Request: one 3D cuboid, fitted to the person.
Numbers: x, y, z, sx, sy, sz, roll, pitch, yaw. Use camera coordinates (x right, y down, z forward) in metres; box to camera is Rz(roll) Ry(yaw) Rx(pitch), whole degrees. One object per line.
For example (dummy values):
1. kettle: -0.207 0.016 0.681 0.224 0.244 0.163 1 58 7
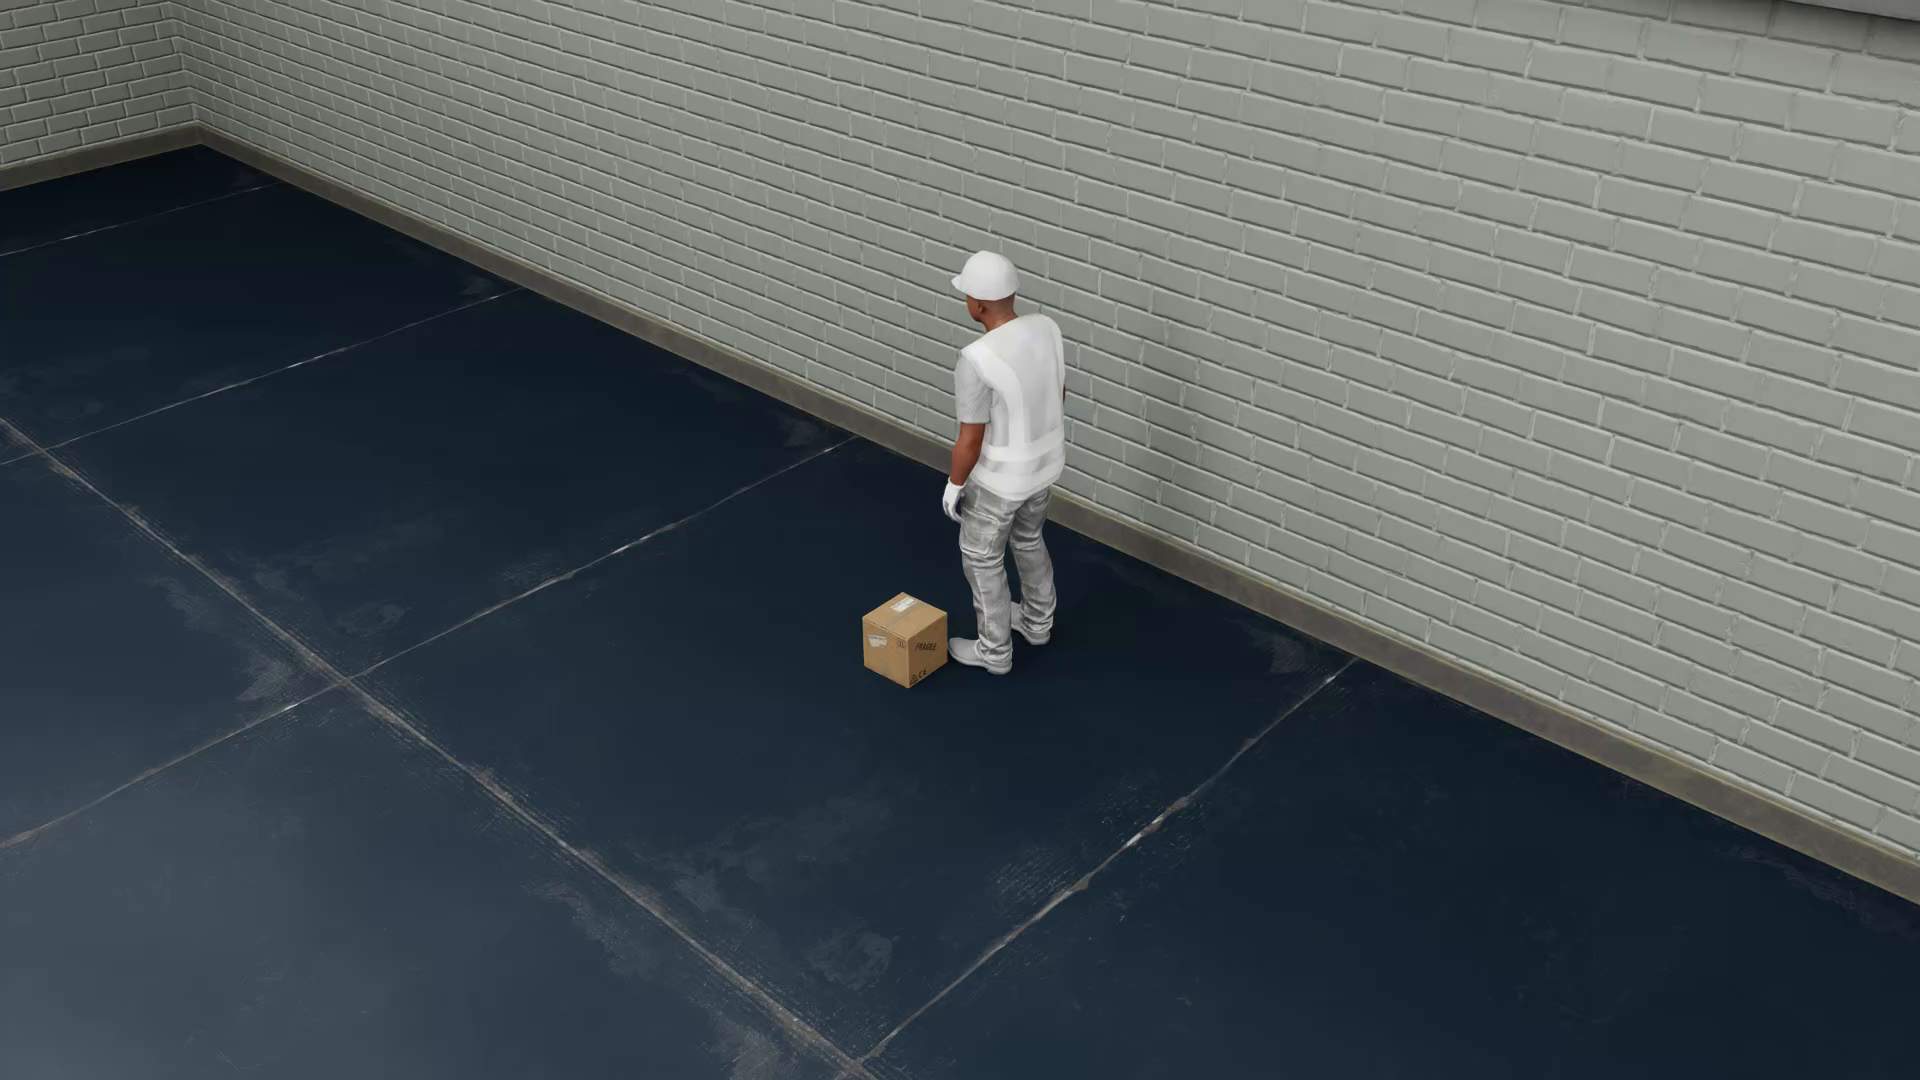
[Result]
1. person: 0.173 -0.292 6.608 0.449 1.774 0.616 25 39 35
